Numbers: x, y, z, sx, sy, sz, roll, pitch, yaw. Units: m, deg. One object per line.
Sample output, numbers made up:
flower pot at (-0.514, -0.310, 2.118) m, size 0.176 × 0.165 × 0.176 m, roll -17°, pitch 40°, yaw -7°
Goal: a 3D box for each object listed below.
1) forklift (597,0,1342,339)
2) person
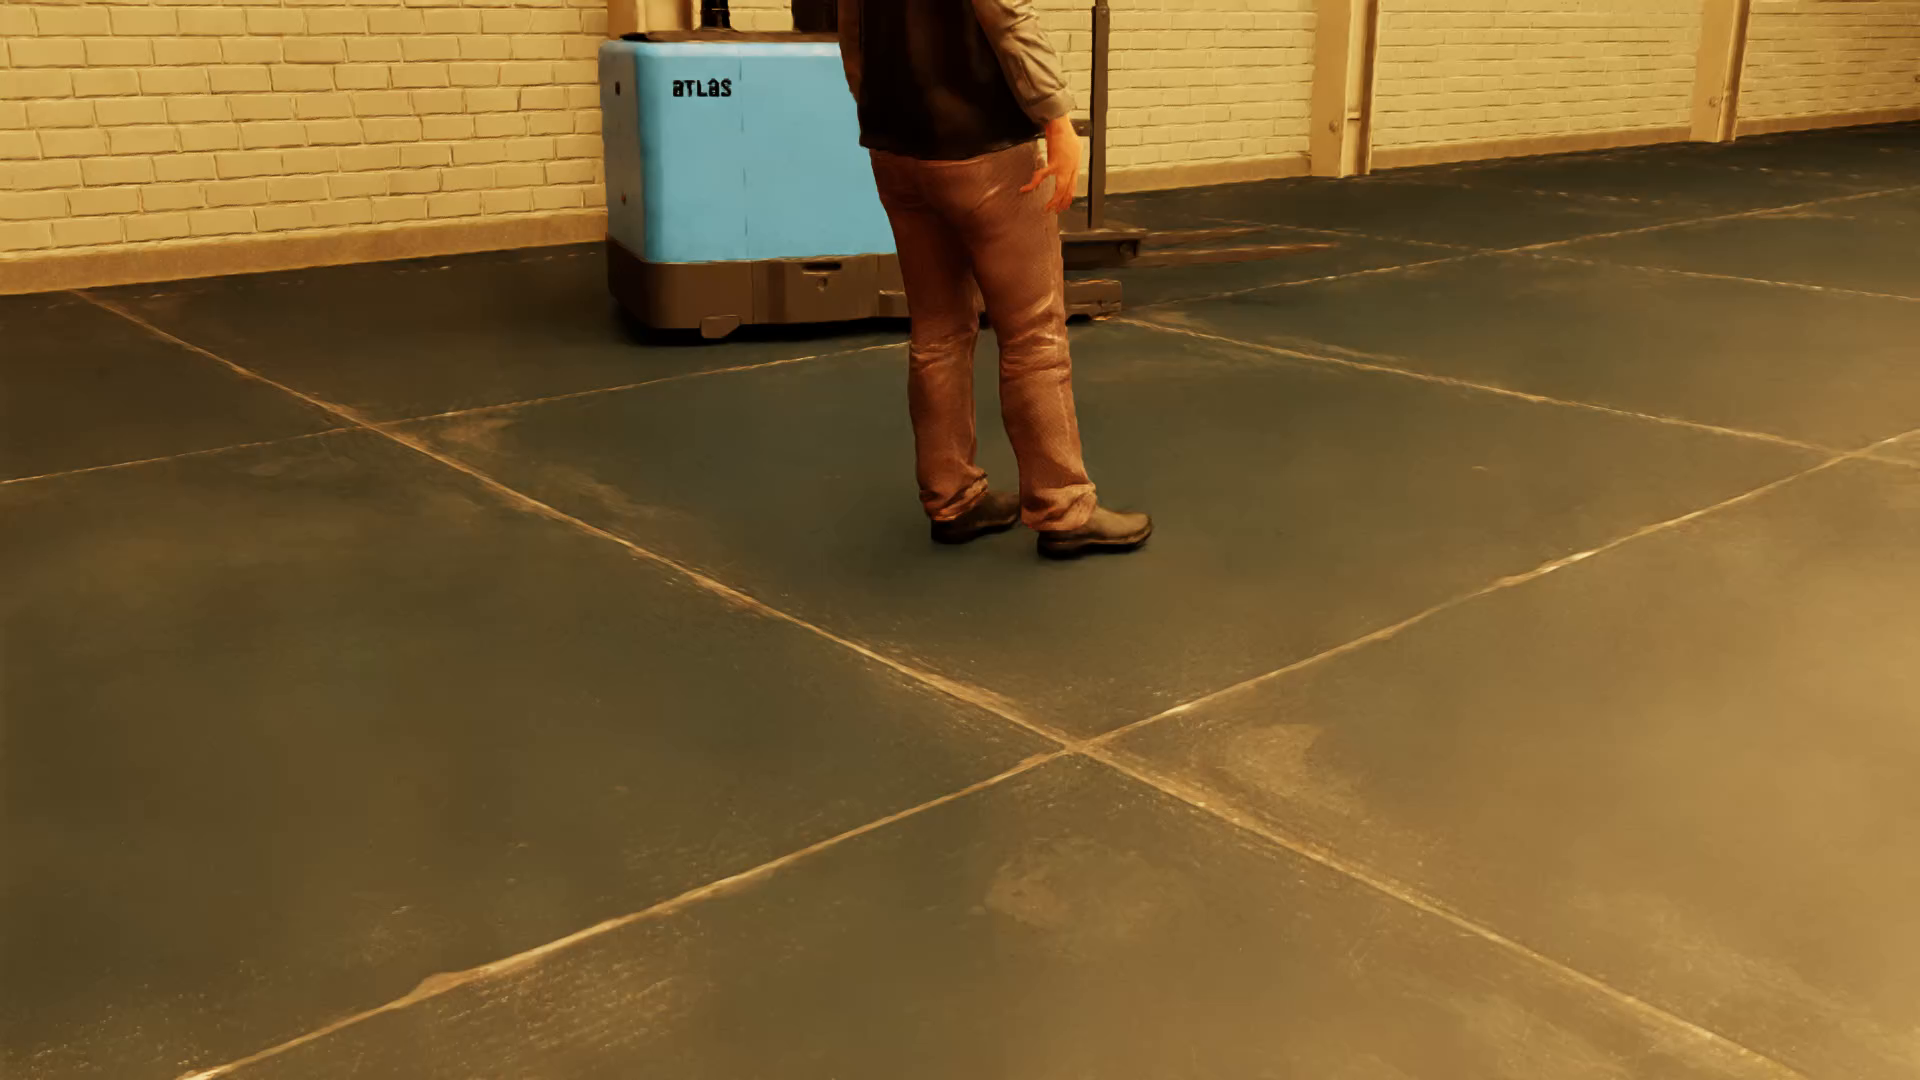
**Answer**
forklift at (0.116, -2.393, 6.589) m, size 3.031 × 2.935 × 1.130 m, roll -6°, pitch 18°, yaw -19°
person at (0.053, -0.838, 3.622) m, size 0.567 × 1.720 × 0.632 m, roll -14°, pitch 22°, yaw -38°
